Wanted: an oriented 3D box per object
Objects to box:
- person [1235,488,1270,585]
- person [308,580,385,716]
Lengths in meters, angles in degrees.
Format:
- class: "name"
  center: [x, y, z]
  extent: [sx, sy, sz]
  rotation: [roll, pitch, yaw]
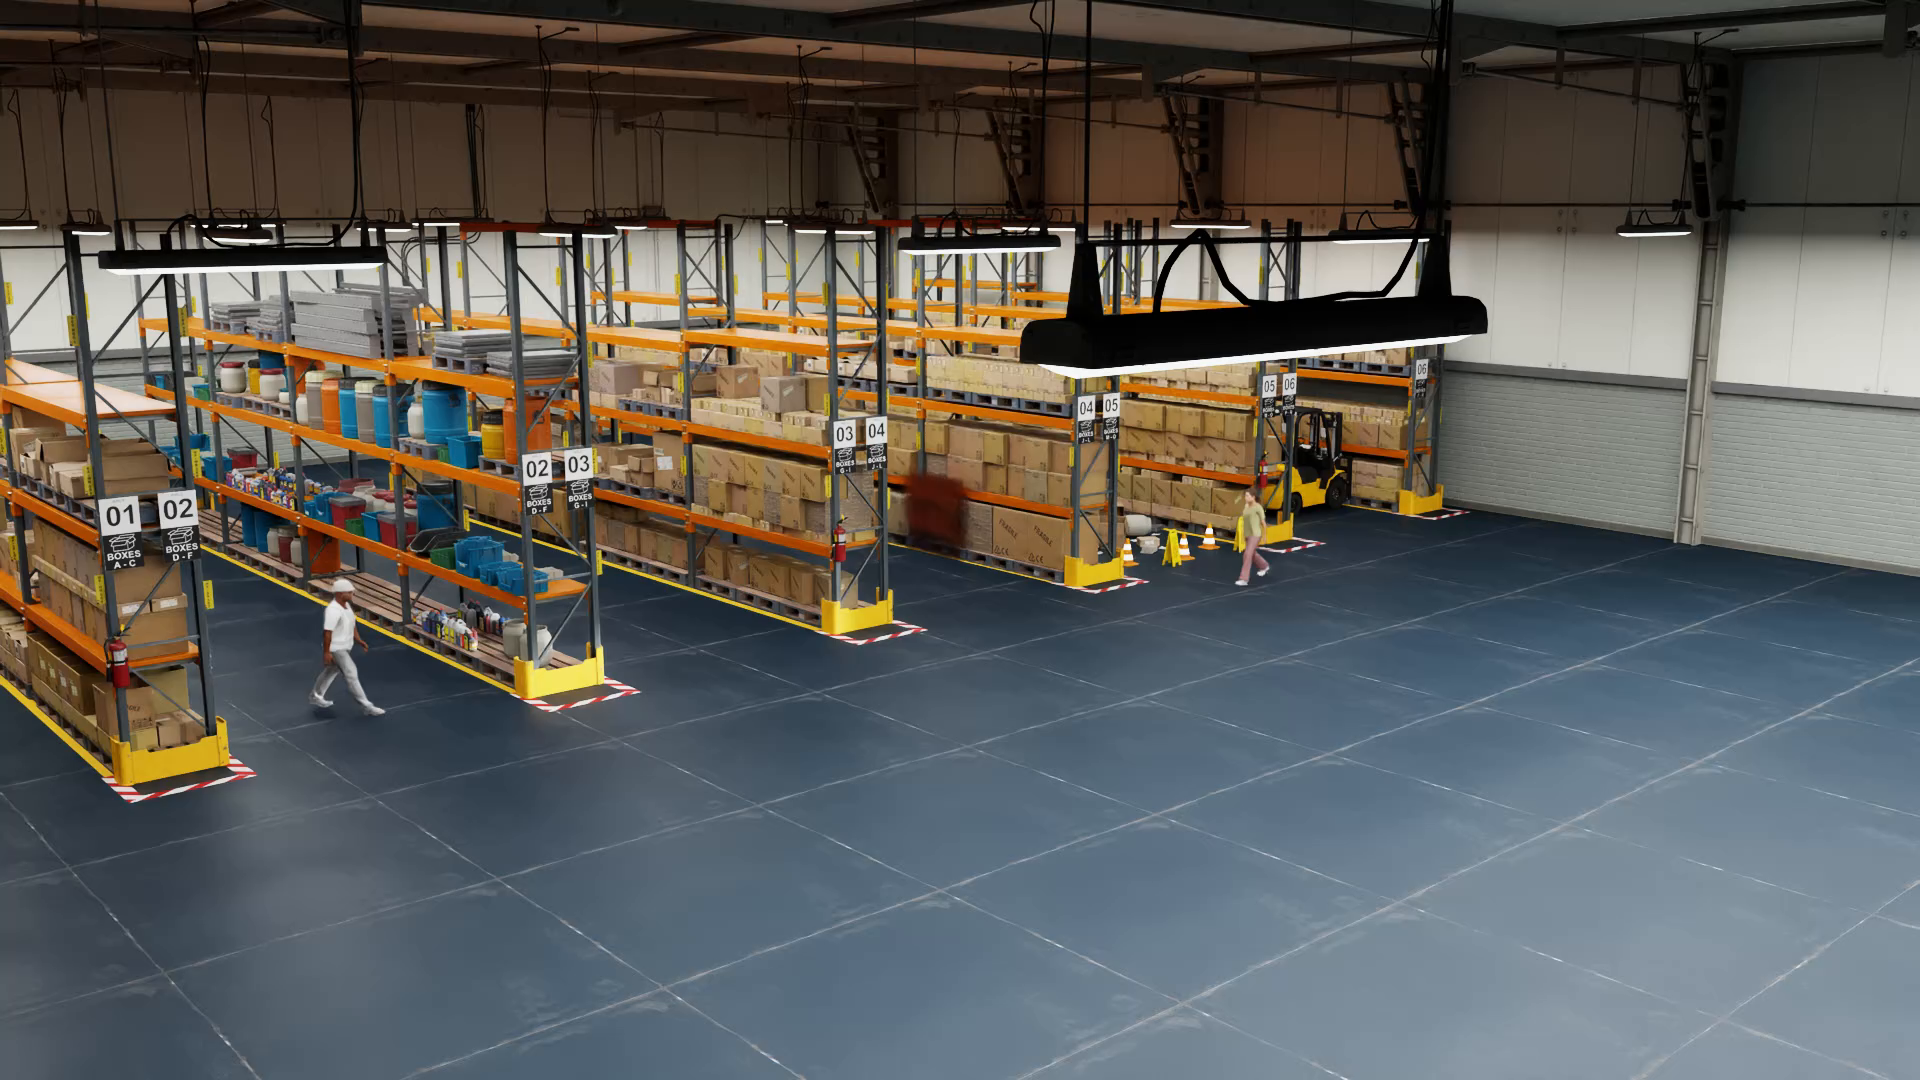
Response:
- class: "person"
  center: [4.984, -0.078, 28.087]
  extent: [1.002, 1.629, 0.450]
  rotation: [-9, 15, -39]
- class: "person"
  center: [-7.730, 1.328, 20.844]
  extent: [1.113, 1.698, 0.644]
  rotation: [2, 12, 7]
